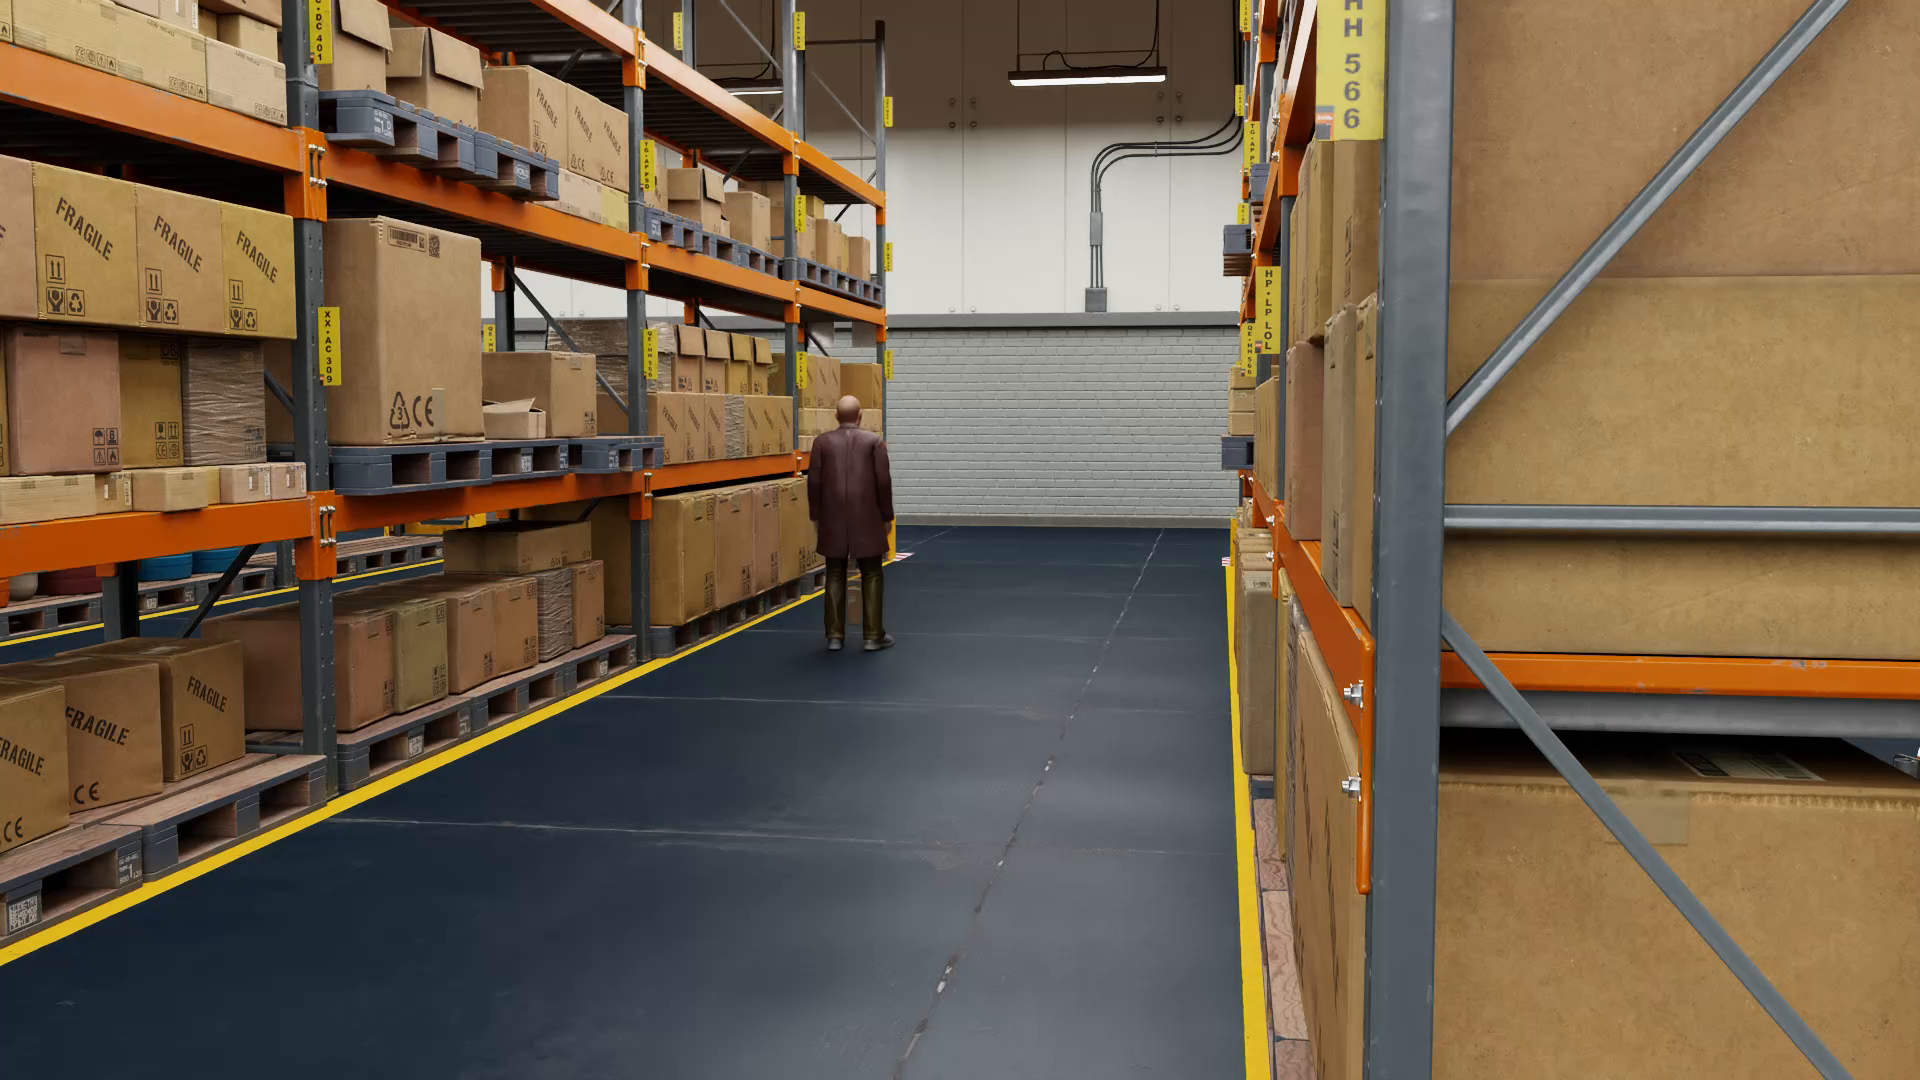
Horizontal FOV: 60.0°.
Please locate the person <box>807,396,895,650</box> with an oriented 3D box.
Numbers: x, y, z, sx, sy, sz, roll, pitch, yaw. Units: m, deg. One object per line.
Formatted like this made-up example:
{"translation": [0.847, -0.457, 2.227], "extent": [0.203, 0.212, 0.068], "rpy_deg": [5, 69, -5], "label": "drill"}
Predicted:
{"translation": [-0.765, -0.122, 11.673], "extent": [0.606, 1.775, 0.425], "rpy_deg": [1, 4, 7], "label": "person"}
